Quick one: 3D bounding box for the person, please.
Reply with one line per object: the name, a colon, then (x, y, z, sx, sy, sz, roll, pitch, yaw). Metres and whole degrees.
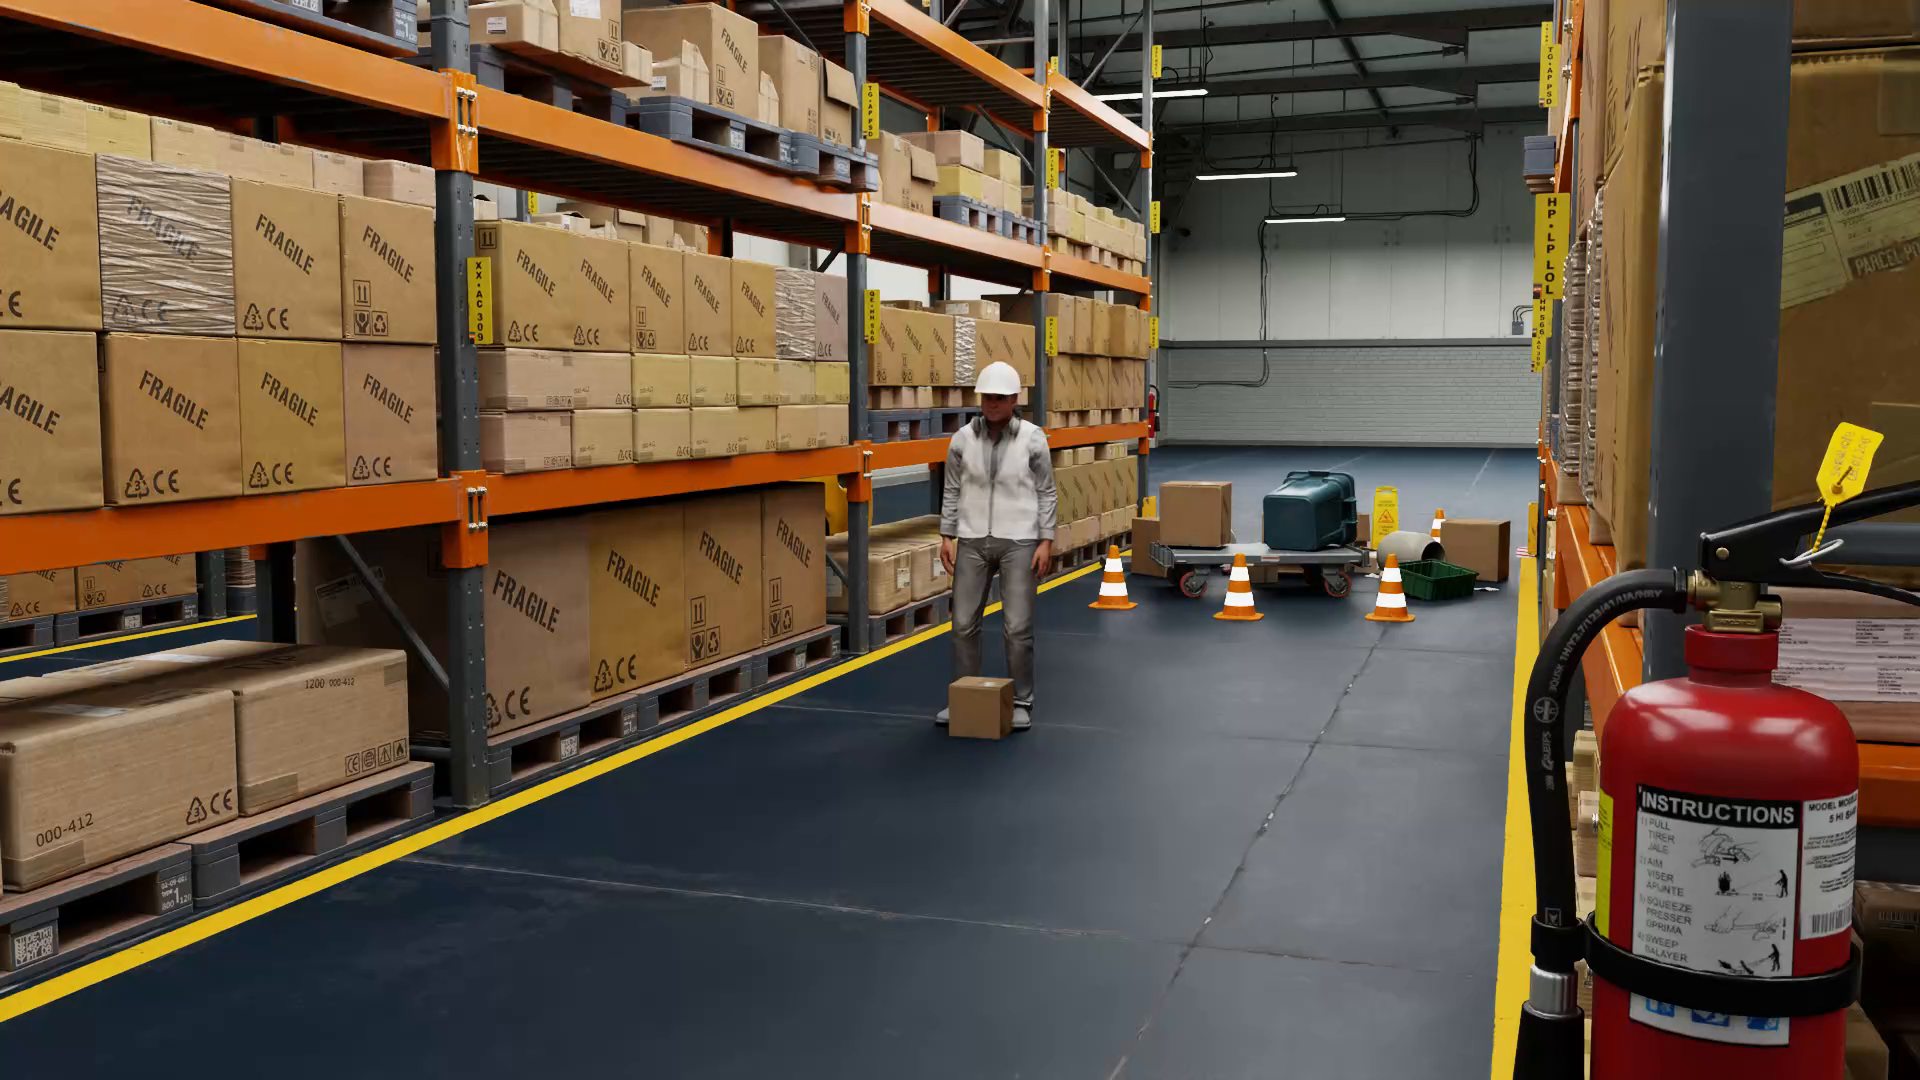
person: (0.181, 0.021, 8.118, 0.578, 1.770, 0.466, 2, 5, 16)
